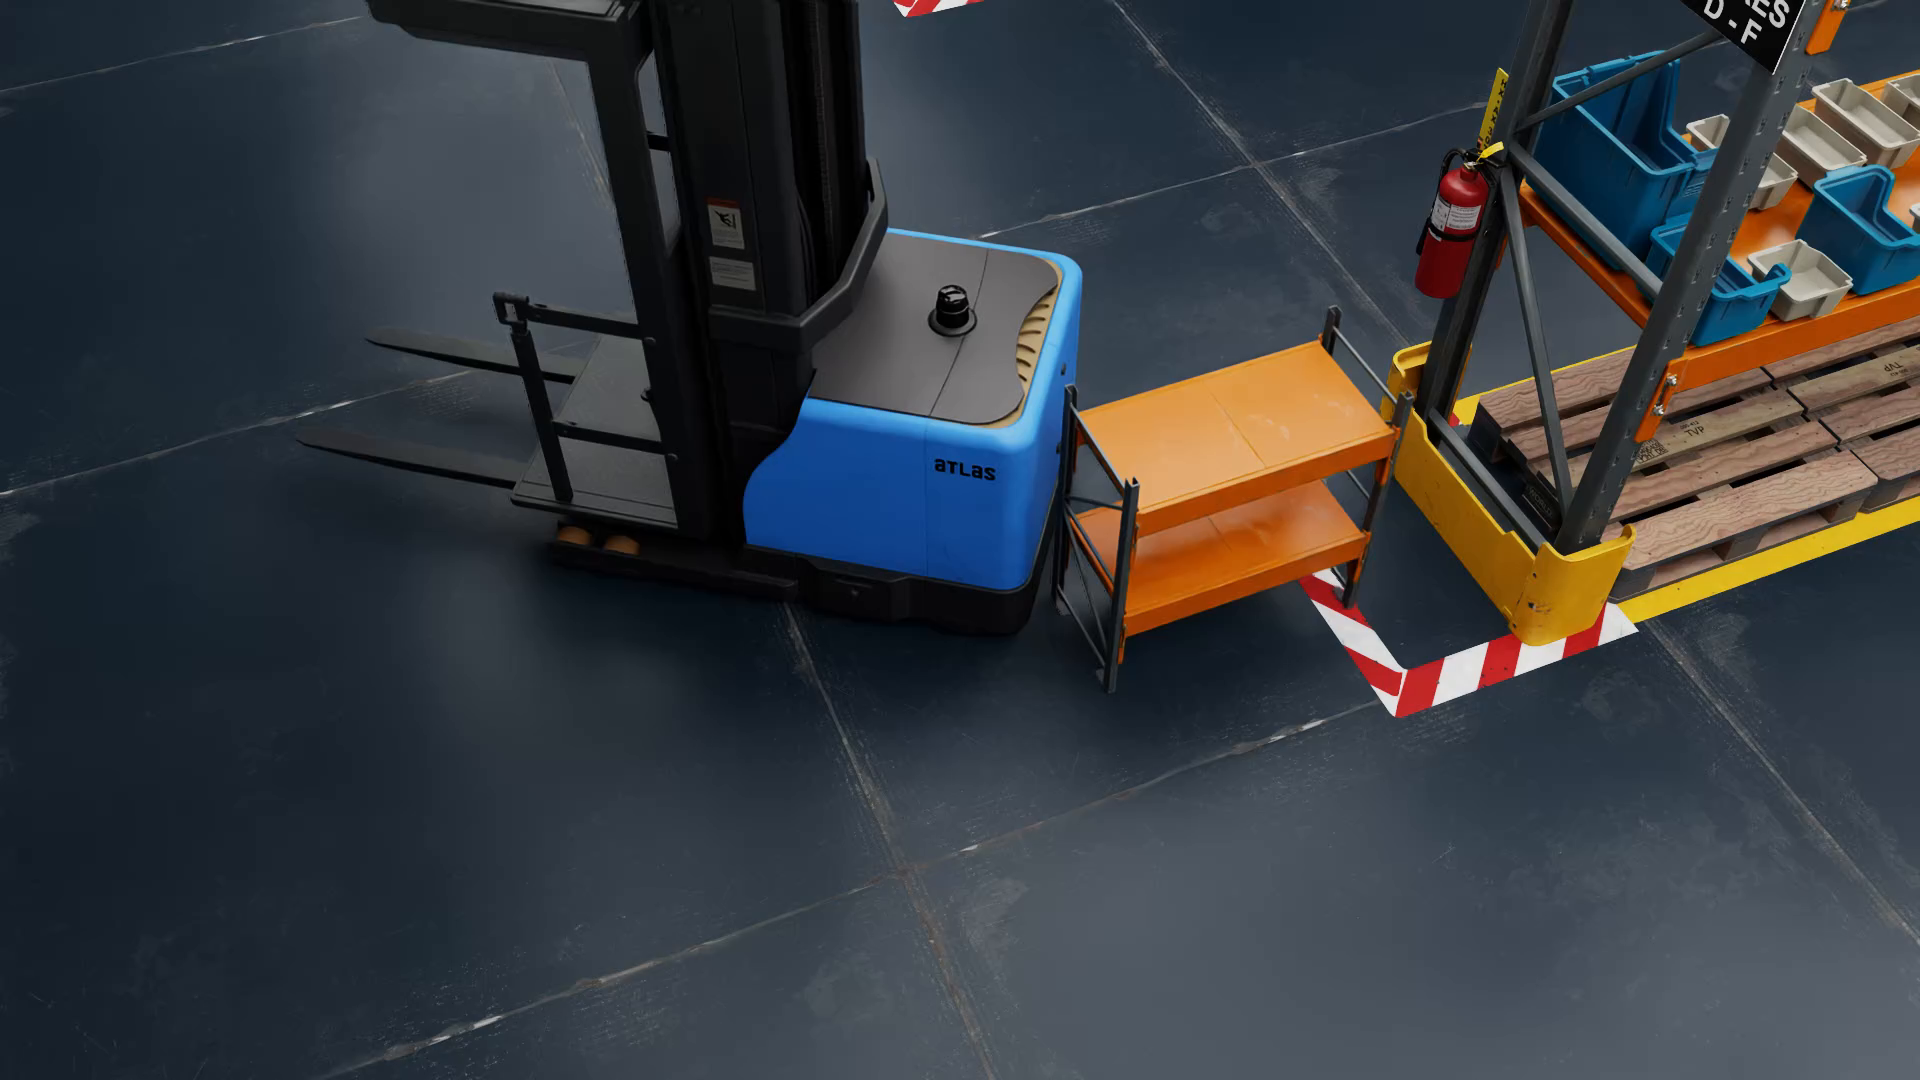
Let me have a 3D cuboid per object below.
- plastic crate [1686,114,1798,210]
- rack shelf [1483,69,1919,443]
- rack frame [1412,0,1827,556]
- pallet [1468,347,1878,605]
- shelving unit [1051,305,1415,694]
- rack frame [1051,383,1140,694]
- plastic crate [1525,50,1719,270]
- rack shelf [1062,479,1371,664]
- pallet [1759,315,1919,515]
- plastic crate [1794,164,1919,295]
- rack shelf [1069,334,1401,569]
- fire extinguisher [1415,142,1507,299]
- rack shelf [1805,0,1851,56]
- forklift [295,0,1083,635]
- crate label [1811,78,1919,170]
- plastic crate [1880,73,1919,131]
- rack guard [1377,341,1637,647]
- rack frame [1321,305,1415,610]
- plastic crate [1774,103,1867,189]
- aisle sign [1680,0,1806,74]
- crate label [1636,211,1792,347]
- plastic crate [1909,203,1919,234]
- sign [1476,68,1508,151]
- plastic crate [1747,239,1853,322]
[{"bbox_3d":[2.768,-1.332,5.892,0.243,0.136,0.396,-17,52,-14],"label":"plastic crate"},{"bbox_3d":[3.933,-1.377,6.270,4.000,0.370,1.077,-17,52,-14],"label":"rack shelf"},{"bbox_3d":[2.082,-1.038,5.505,0.127,3.000,1.000,-17,52,-14],"label":"rack frame"},{"bbox_3d":[2.860,-0.338,6.742,1.213,0.211,1.003,-17,52,-14],"label":"pallet"},{"bbox_3d":[0.929,-0.128,5.959,1.048,1.125,0.538,-18,52,-15],"label":"shelving unit"},{"bbox_3d":[0.460,0.021,5.831,0.032,1.125,0.500,-18,52,-15],"label":"rack frame"},{"bbox_3d":[2.321,-1.296,5.664,0.499,0.435,0.616,-17,52,-14],"label":"plastic crate"},{"bbox_3d":[0.929,0.031,6.145,1.000,0.278,0.538,-18,52,-15],"label":"rack shelf"},{"bbox_3d":[3.987,-0.686,7.040,1.213,0.211,1.003,-17,52,-14],"label":"pallet"},{"bbox_3d":[3.044,-1.031,5.570,0.300,0.233,0.416,-17,52,-14],"label":"plastic crate"},{"bbox_3d":[0.929,-0.319,5.737,1.000,0.278,0.538,-18,52,-15],"label":"rack shelf"},{"bbox_3d":[1.770,-1.167,5.912,0.183,0.674,0.296,-17,52,-14],"label":"fire extinguisher"},{"bbox_3d":[3.933,-2.354,5.132,4.000,0.370,1.077,-17,52,-14],"label":"rack shelf"},{"bbox_3d":[-1.112,-1.195,5.685,3.031,2.935,1.130,10,50,9],"label":"forklift"},{"bbox_3d":[3.290,-1.502,6.038,0.243,0.136,0.396,-17,52,-14],"label":"crate label"},{"bbox_3d":[3.558,-1.600,6.122,0.250,0.136,0.298,-17,52,-14],"label":"plastic crate"},{"bbox_3d":[2.064,-0.207,6.439,0.348,0.500,1.175,-17,52,-14],"label":"rack guard"},{"bbox_3d":[1.398,-0.277,6.087,0.032,1.125,0.500,-18,52,-15],"label":"rack frame"},{"bbox_3d":[3.042,-1.405,5.955,0.243,0.136,0.396,-17,52,-14],"label":"plastic crate"},{"bbox_3d":[2.127,-1.655,4.322,0.004,0.787,0.394,-17,52,-14],"label":"aisle sign"},{"bbox_3d":[2.435,-0.842,5.408,0.303,0.233,0.416,-17,52,-14],"label":"crate label"},{"bbox_3d":[3.391,-1.039,5.640,0.298,0.136,0.250,-17,52,-14],"label":"plastic crate"},{"bbox_3d":[1.859,-1.473,5.771,0.005,0.325,0.100,-17,52,-14],"label":"sign"},{"bbox_3d":[2.763,-0.845,5.473,0.298,0.136,0.250,-17,52,-14],"label":"plastic crate"}]
